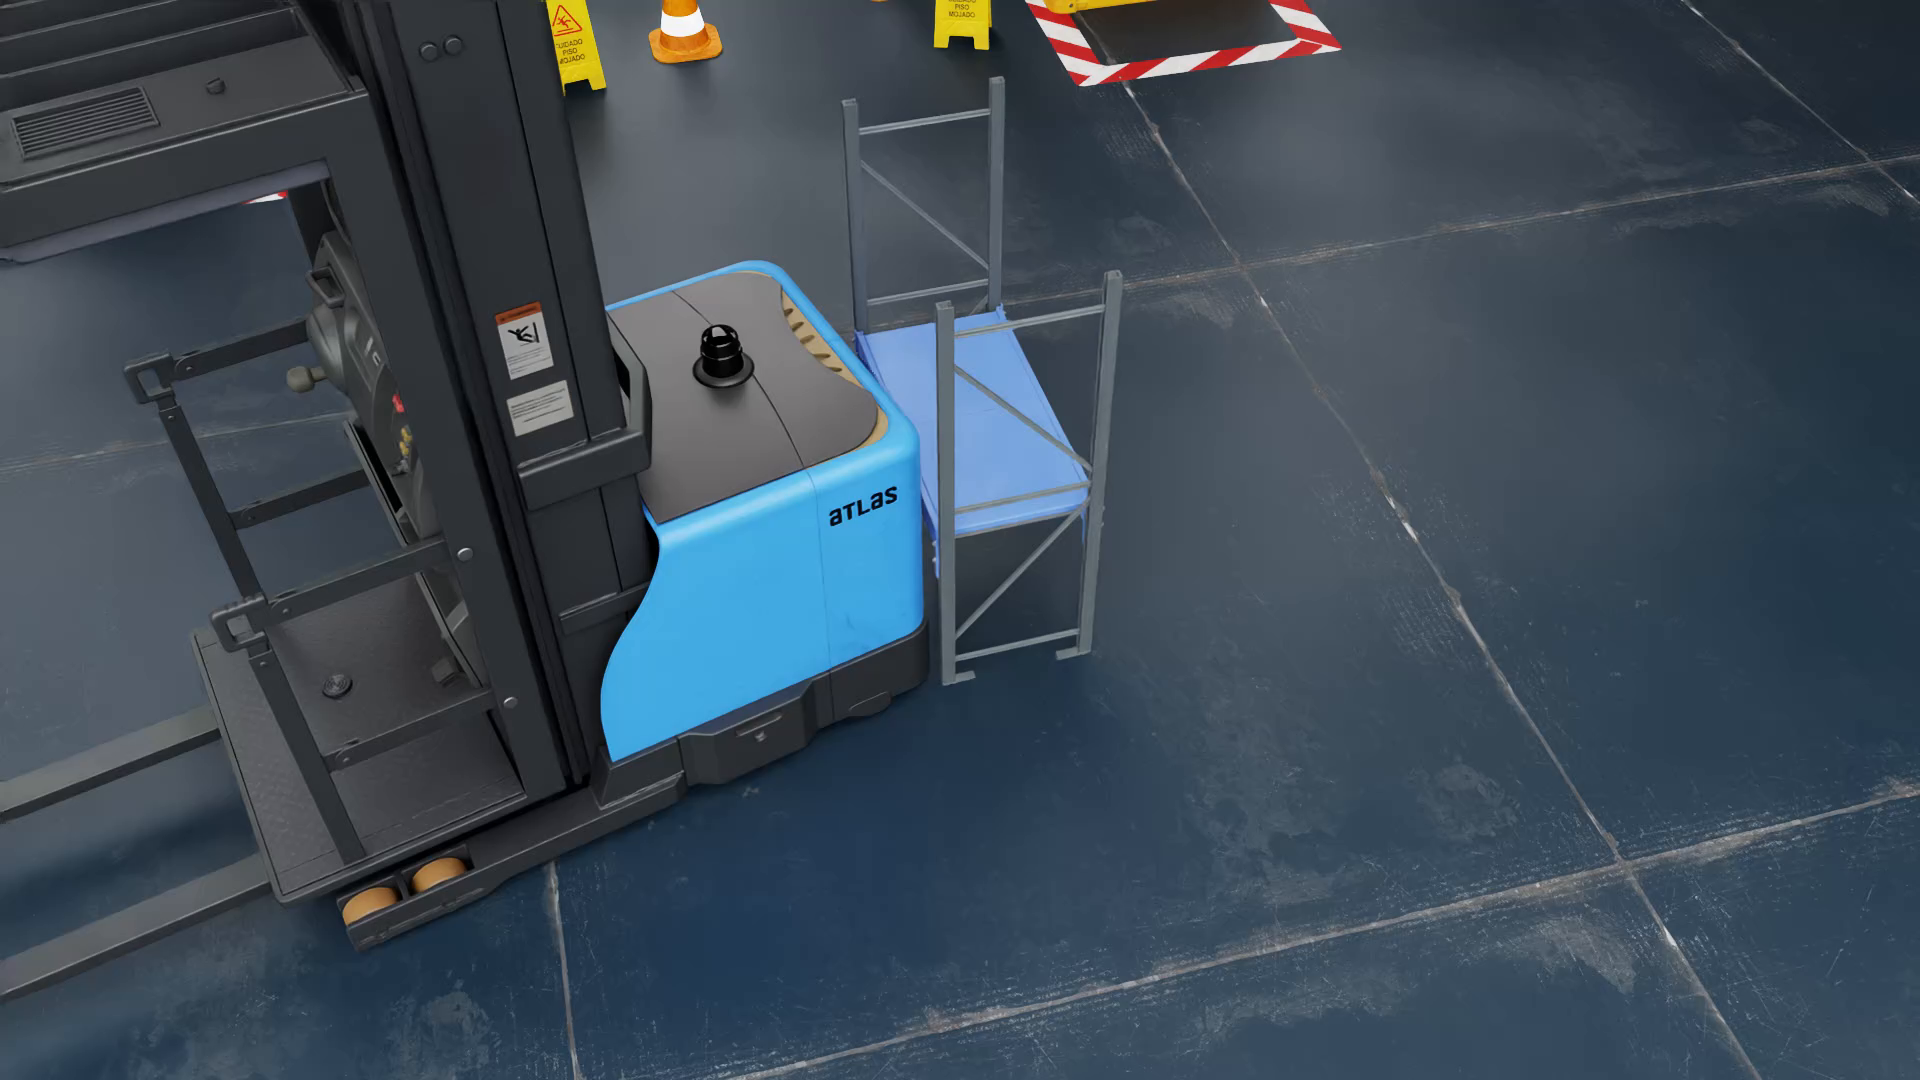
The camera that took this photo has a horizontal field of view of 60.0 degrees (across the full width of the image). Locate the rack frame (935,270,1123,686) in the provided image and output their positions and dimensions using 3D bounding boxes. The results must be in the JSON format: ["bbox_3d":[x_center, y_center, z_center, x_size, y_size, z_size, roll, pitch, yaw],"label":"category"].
[{"bbox_3d":[0.180,-0.120,4.817,0.500,1.500,0.032,-12,47,-11],"label":"rack frame"}]

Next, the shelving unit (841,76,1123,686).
[{"bbox_3d":[0.036,-0.468,5.158,0.538,1.500,1.048,-12,47,-11],"label":"shelving unit"}]

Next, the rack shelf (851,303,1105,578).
[{"bbox_3d":[0.036,-0.342,5.287,0.538,0.185,1.000,-12,47,-11],"label":"rack shelf"}]

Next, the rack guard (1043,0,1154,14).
[{"bbox_3d":[0.983,-3.027,8.367,1.175,0.500,0.348,-11,47,-10],"label":"rack guard"}]

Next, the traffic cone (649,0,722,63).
[{"bbox_3d":[-1.341,-2.585,7.959,0.336,0.463,0.334,-11,47,-10],"label":"traffic cone"}]

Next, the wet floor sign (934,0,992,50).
[{"bbox_3d":[0.016,-2.699,7.943,0.267,0.644,0.232,4,46,4],"label":"wet floor sign"}]

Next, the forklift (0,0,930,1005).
[{"bbox_3d":[-1.631,-0.333,4.024,3.031,2.935,1.130,-22,50,-21],"label":"forklift"}]

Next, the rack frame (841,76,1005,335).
[{"bbox_3d":[-0.108,-0.816,5.500,0.500,1.500,0.032,-12,47,-11],"label":"rack frame"}]

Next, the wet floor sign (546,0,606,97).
[{"bbox_3d":[-1.836,-2.393,7.643,0.267,0.644,0.232,-18,48,-17],"label":"wet floor sign"}]
